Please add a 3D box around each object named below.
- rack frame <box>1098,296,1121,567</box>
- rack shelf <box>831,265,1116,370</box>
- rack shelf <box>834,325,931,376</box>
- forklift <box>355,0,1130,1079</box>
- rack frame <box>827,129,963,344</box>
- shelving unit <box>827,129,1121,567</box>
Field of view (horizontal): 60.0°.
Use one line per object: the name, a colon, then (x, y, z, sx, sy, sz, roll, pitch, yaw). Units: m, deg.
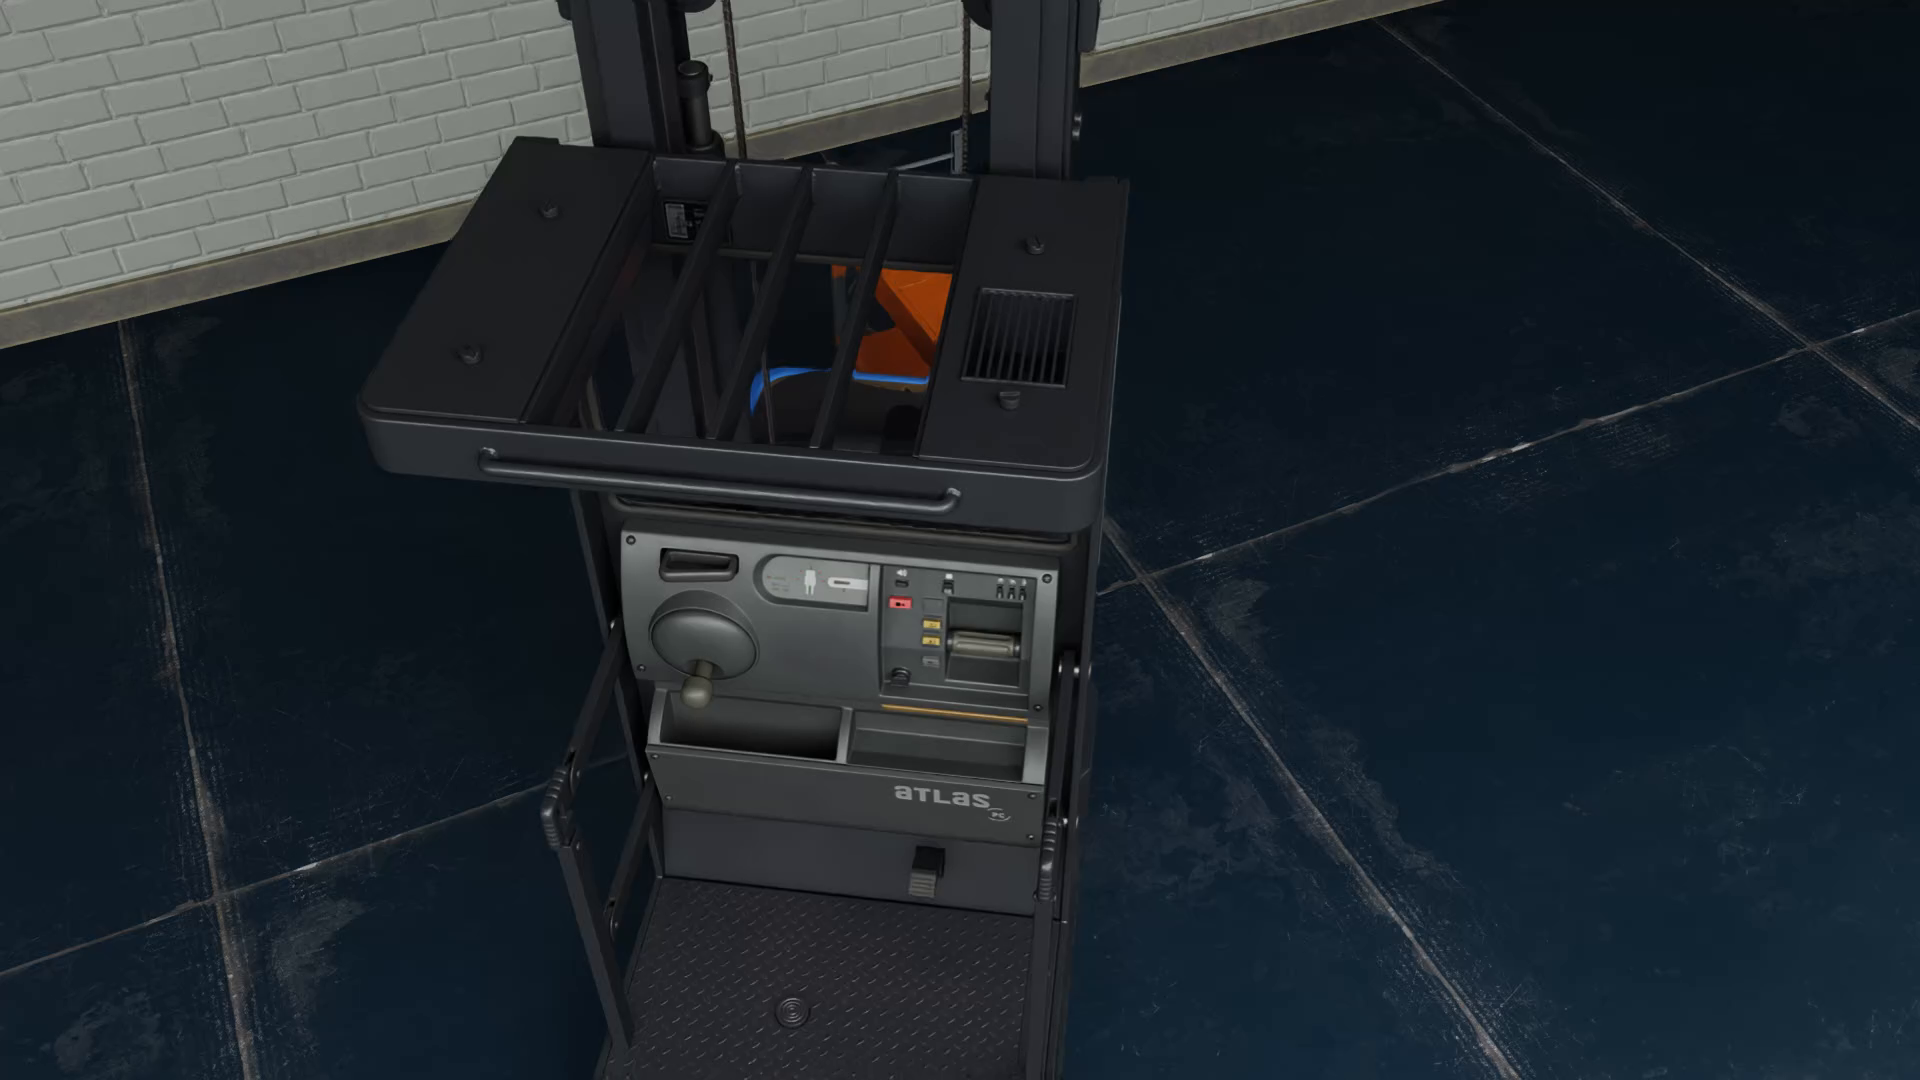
rack frame: (0.243, -0.241, 5.194, 0.500, 1.125, 0.032, -19, 48, -19)
rack shelf: (0.016, -0.769, 5.312, 0.538, 0.278, 1.000, -19, 48, -19)
rack shelf: (0.016, -0.387, 5.689, 0.538, 0.278, 1.000, -19, 48, -19)
forklift: (-0.286, 0.280, 3.379, 1.130, 2.935, 3.031, 5, 45, 5)
rack frame: (-0.211, -0.880, 5.841, 0.500, 1.125, 0.032, -19, 48, -19)
shelving unit: (0.016, -0.561, 5.518, 0.538, 1.125, 1.048, -19, 48, -19)
